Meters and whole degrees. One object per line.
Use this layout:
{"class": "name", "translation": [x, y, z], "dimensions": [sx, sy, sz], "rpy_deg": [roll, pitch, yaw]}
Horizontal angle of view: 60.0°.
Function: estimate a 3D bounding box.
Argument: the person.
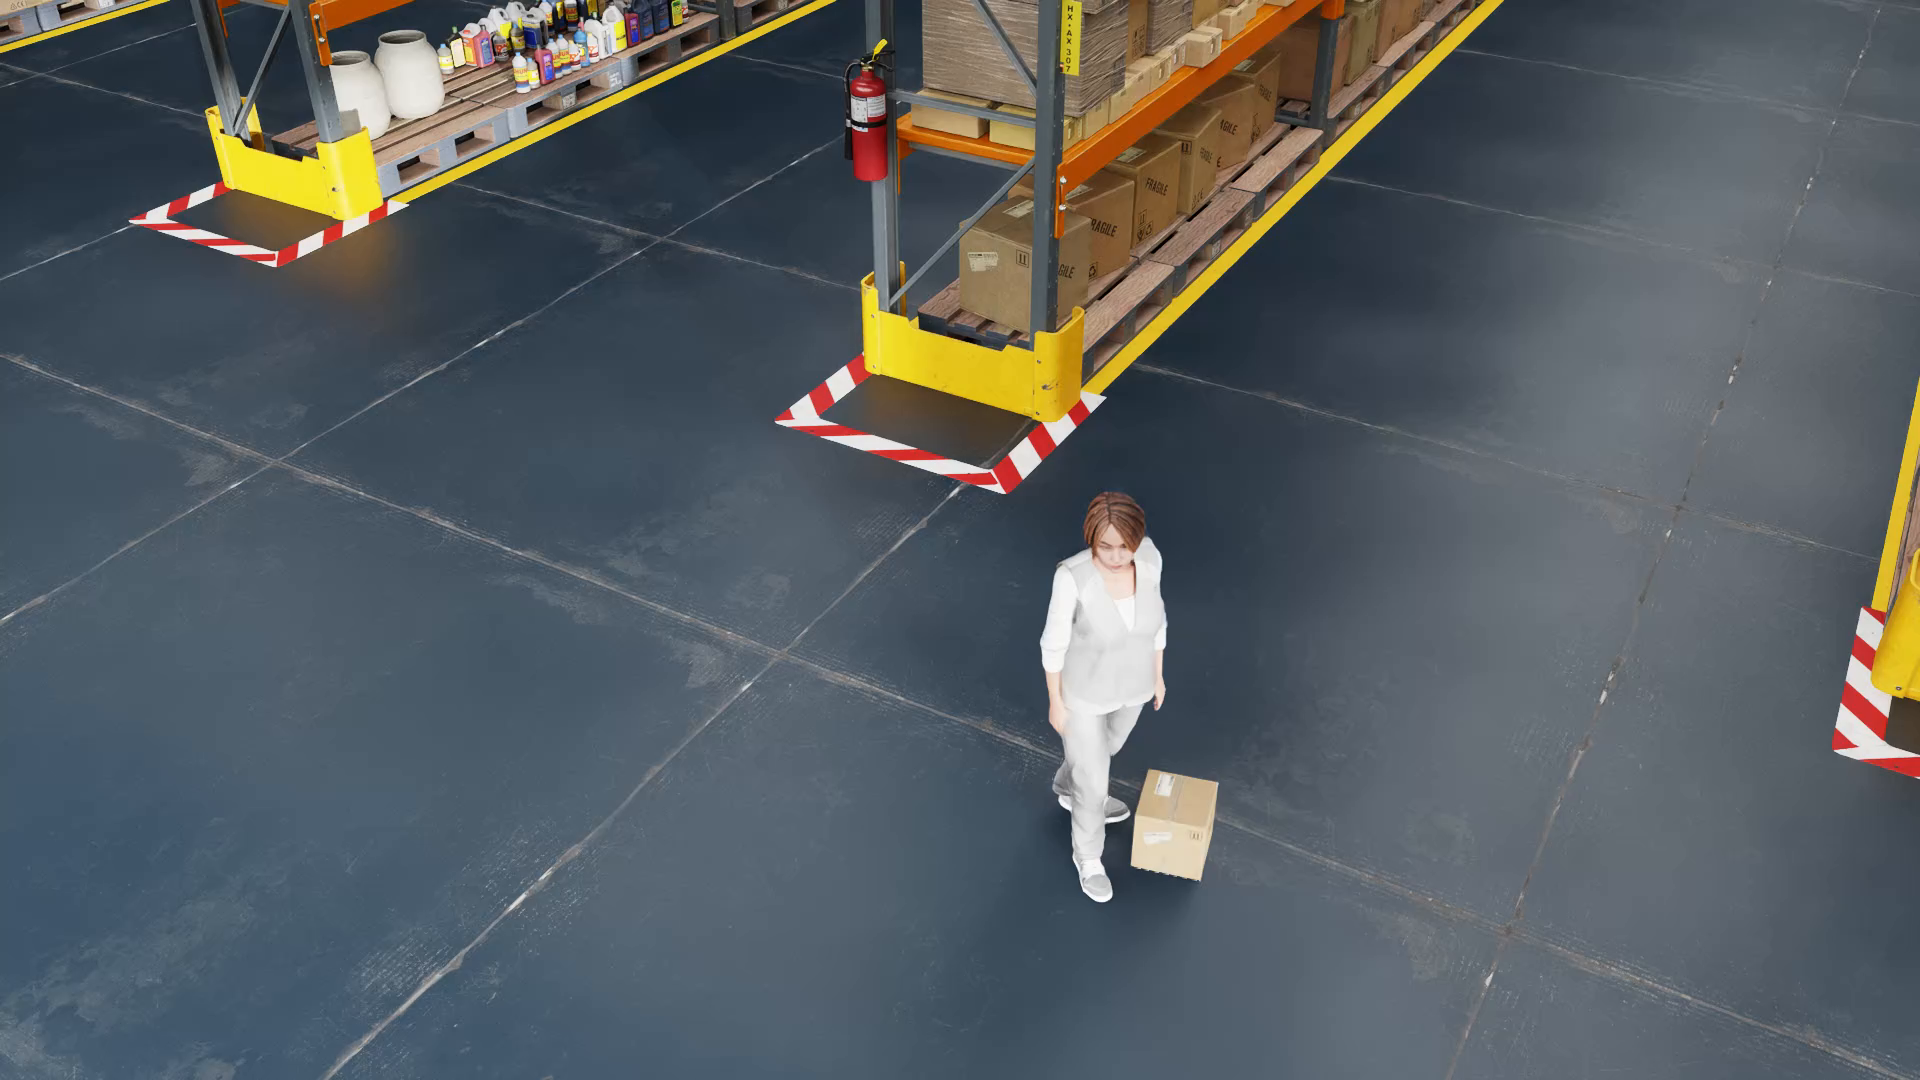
{"class": "person", "translation": [0.444, 0.460, 5.490], "dimensions": [0.443, 1.586, 0.518], "rpy_deg": [-16, 38, -22]}
